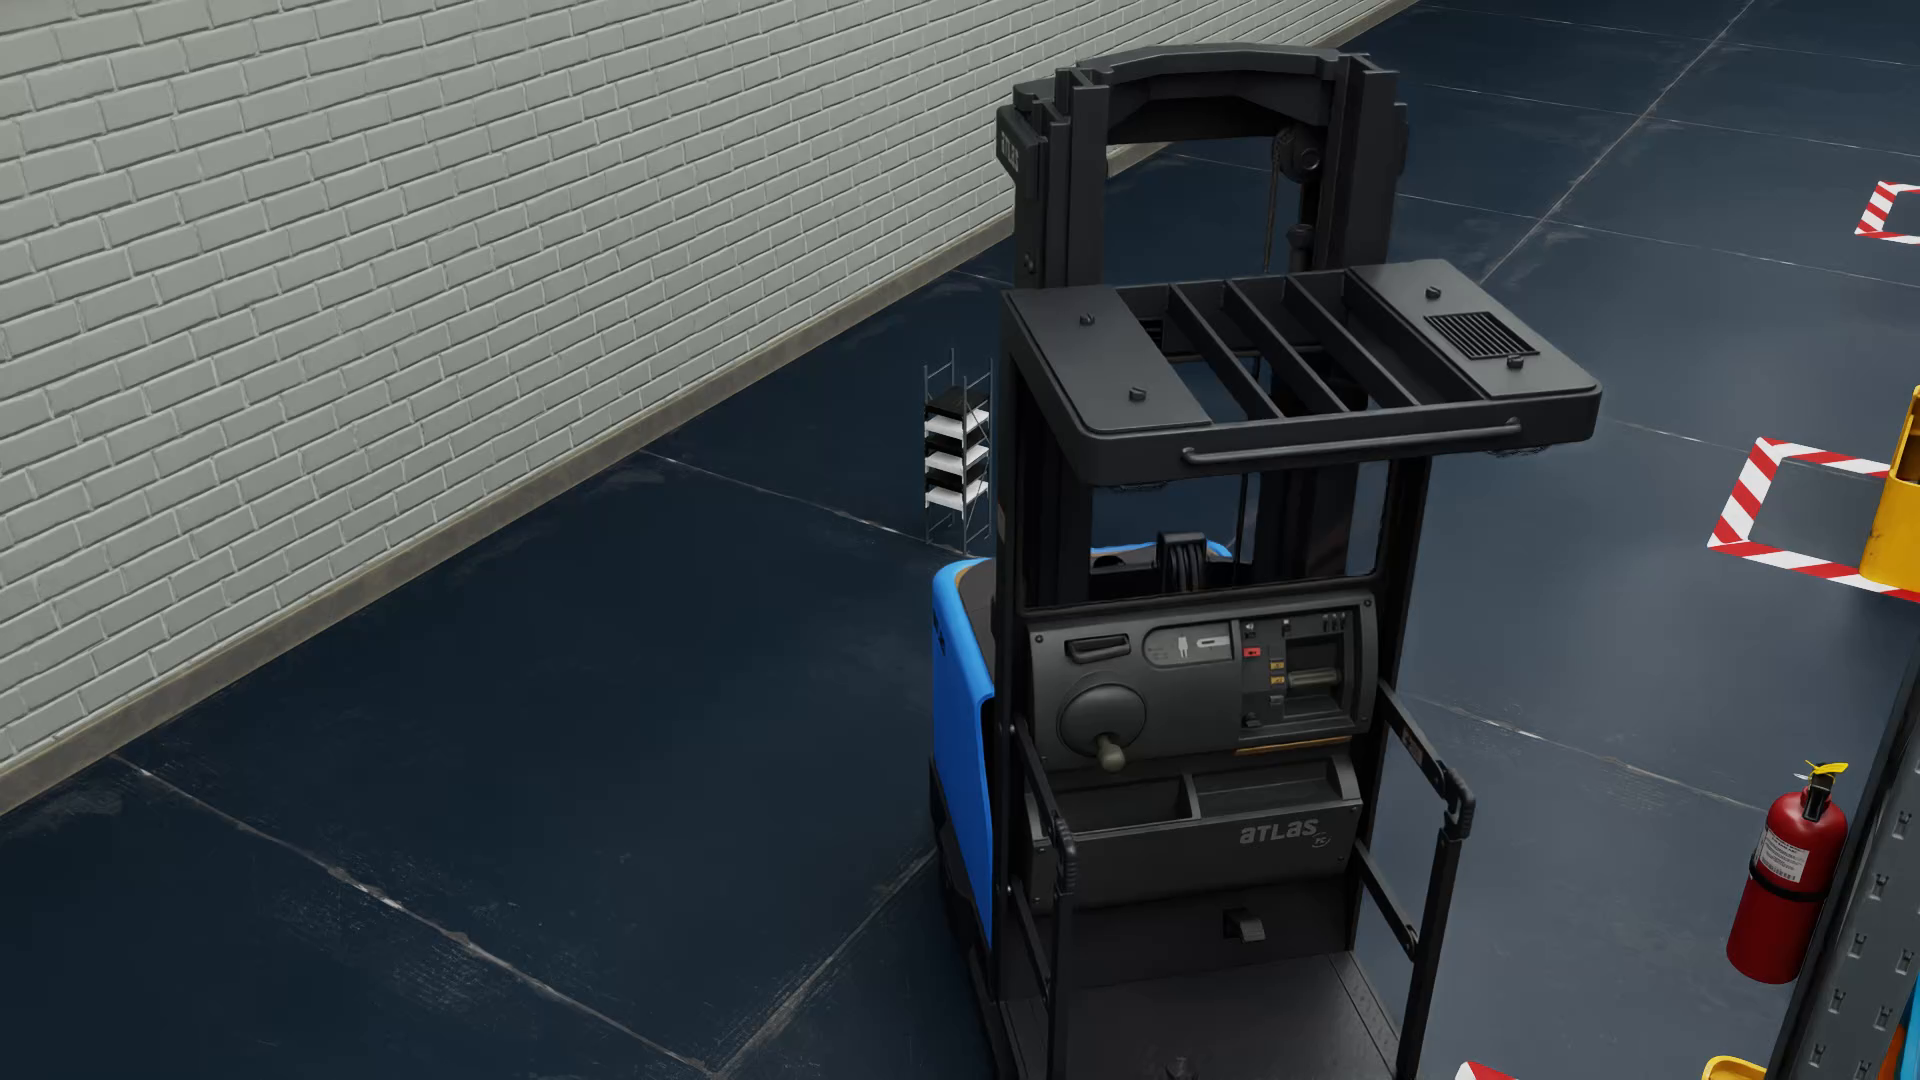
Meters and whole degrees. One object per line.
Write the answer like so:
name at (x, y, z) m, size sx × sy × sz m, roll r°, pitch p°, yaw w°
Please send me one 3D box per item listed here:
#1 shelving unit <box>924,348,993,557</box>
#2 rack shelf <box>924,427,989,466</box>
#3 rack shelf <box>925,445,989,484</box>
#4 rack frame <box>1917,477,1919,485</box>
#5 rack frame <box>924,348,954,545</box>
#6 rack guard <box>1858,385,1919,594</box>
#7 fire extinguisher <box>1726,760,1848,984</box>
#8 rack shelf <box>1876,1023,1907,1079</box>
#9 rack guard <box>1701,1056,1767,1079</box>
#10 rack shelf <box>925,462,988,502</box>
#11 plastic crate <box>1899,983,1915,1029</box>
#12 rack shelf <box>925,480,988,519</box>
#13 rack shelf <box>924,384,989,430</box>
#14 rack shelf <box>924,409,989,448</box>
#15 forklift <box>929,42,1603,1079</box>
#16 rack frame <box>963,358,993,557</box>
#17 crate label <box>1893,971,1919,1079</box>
shelving unit at (-0.007, -0.391, 7.527) m, size 0.210 × 0.900 × 0.258 m, roll 18°, pitch 35°, yaw 27°
rack shelf at (-0.007, -0.440, 7.498) m, size 0.200 × 0.077 × 0.258 m, roll 18°, pitch 35°, yaw 27°
rack shelf at (-0.007, -0.362, 7.544) m, size 0.200 × 0.077 × 0.258 m, roll 18°, pitch 35°, yaw 27°
rack frame at (4.500, -1.325, 7.045) m, size 0.127 × 3.000 × 1.000 m, roll 18°, pitch 35°, yaw 27°
rack frame at (-0.093, -0.418, 7.574) m, size 0.006 × 0.900 × 0.240 m, roll 18°, pitch 35°, yaw 27°
rack guard at (4.480, -0.252, 7.686) m, size 0.348 × 0.500 × 1.175 m, roll 18°, pitch 35°, yaw 27°
fire extinguisher at (1.981, 0.749, 3.937) m, size 0.183 × 0.674 × 0.296 m, roll 18°, pitch 35°, yaw 27°
rack shelf at (3.561, 1.635, 2.685) m, size 4.000 × 0.370 × 1.077 m, roll 18°, pitch 35°, yaw 27°
rack guard at (1.840, 1.867, 4.053) m, size 0.348 × 0.500 × 1.175 m, roll 18°, pitch 35°, yaw 27°
rack shelf at (-0.007, -0.284, 7.589) m, size 0.200 × 0.077 × 0.258 m, roll 18°, pitch 35°, yaw 27°
plastic crate at (2.250, 0.757, 3.381) m, size 0.499 × 0.435 × 0.616 m, roll 18°, pitch 35°, yaw 27°
rack shelf at (-0.007, -0.207, 7.634) m, size 0.200 × 0.077 × 0.258 m, roll 18°, pitch 35°, yaw 27°
rack shelf at (-0.007, -0.595, 7.408) m, size 0.200 × 0.077 × 0.258 m, roll 18°, pitch 35°, yaw 27°
rack shelf at (-0.007, -0.518, 7.453) m, size 0.200 × 0.077 × 0.258 m, roll 18°, pitch 35°, yaw 27°
forklift at (0.680, 0.415, 4.129) m, size 1.130 × 2.935 × 3.031 m, roll -6°, pitch 31°, yaw -10°
rack frame at (0.079, -0.364, 7.480) m, size 0.006 × 0.900 × 0.240 m, roll 18°, pitch 35°, yaw 27°
crate label at (1.901, 1.042, 3.095) m, size 0.303 × 0.233 × 0.416 m, roll 18°, pitch 35°, yaw 27°
